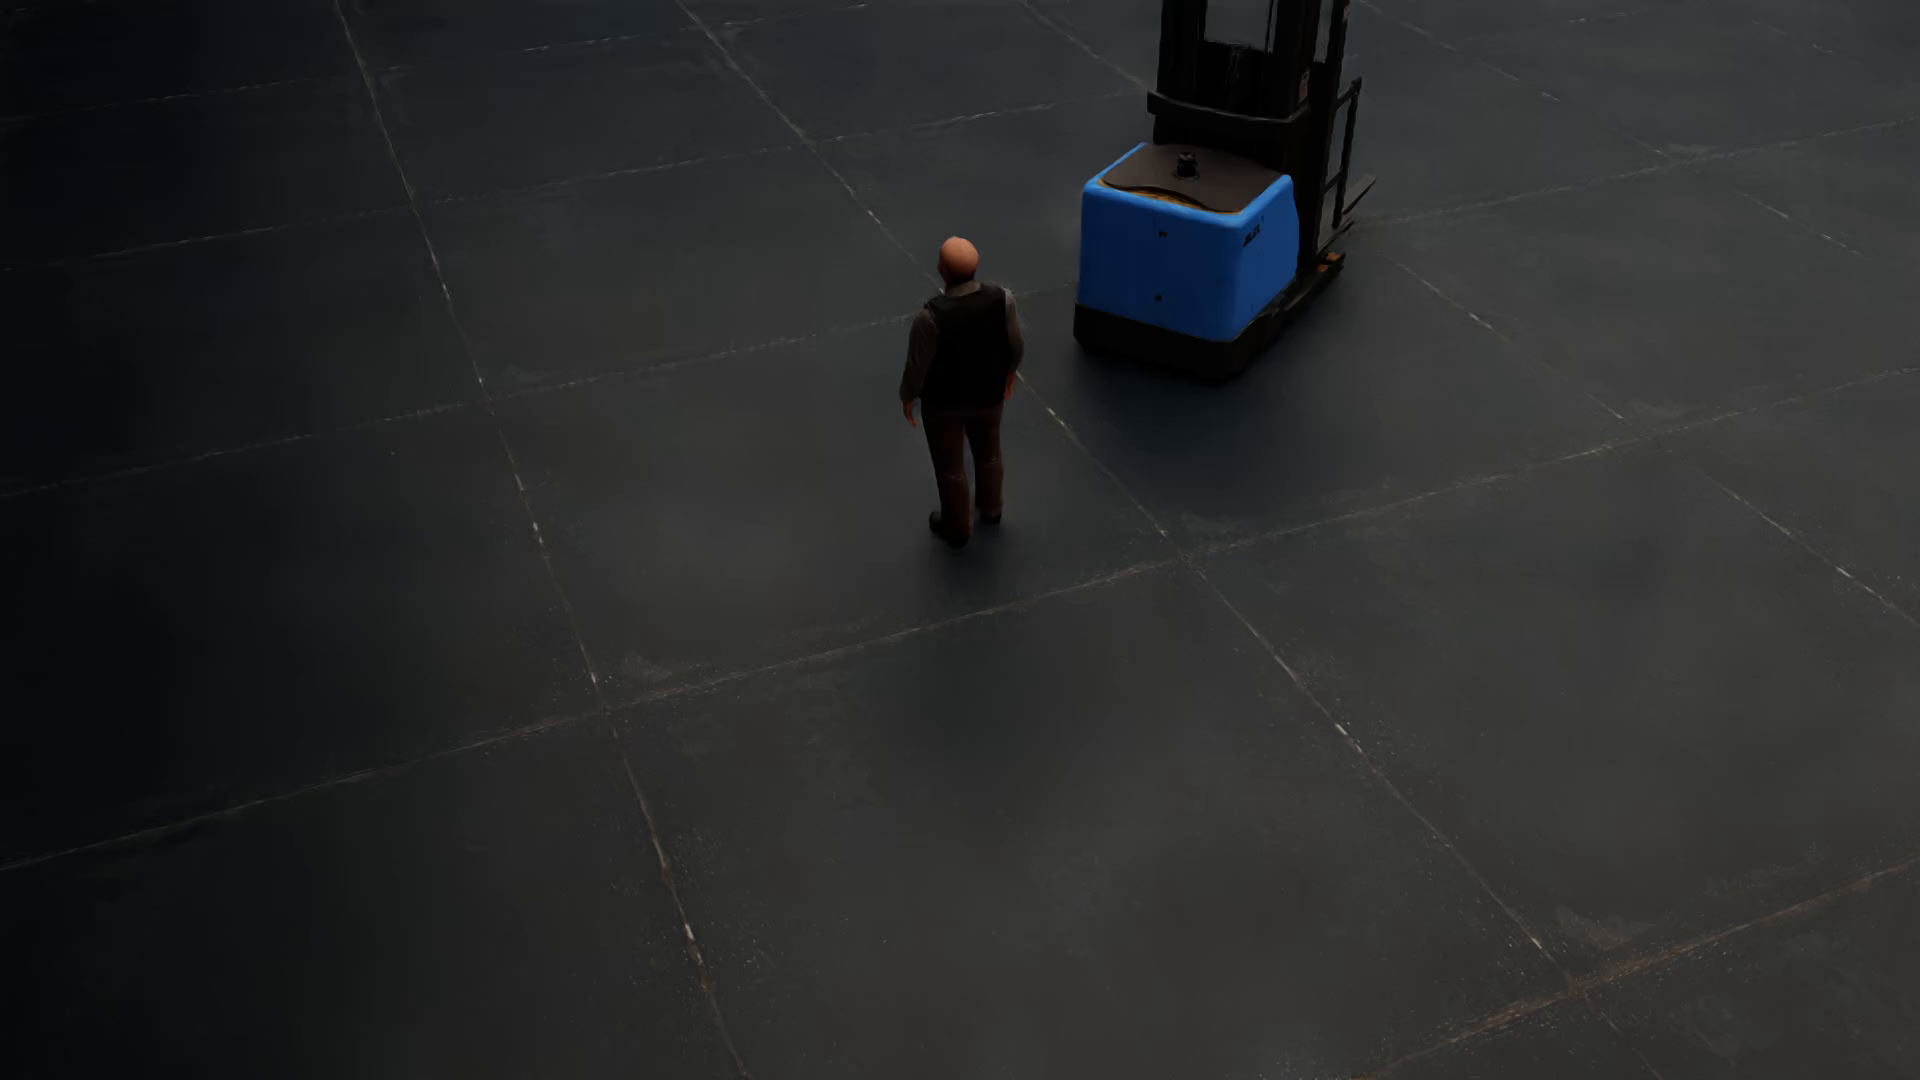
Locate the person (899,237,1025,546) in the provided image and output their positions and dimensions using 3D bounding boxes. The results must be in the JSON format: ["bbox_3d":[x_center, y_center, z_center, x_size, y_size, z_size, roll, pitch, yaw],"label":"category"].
[{"bbox_3d":[-0.017,-0.742,8.174,0.632,1.720,0.567,-14,38,-19],"label":"person"}]

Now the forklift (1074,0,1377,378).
[{"bbox_3d":[1.905,-2.975,10.283,1.130,2.935,3.031,20,40,25],"label":"forklift"}]
